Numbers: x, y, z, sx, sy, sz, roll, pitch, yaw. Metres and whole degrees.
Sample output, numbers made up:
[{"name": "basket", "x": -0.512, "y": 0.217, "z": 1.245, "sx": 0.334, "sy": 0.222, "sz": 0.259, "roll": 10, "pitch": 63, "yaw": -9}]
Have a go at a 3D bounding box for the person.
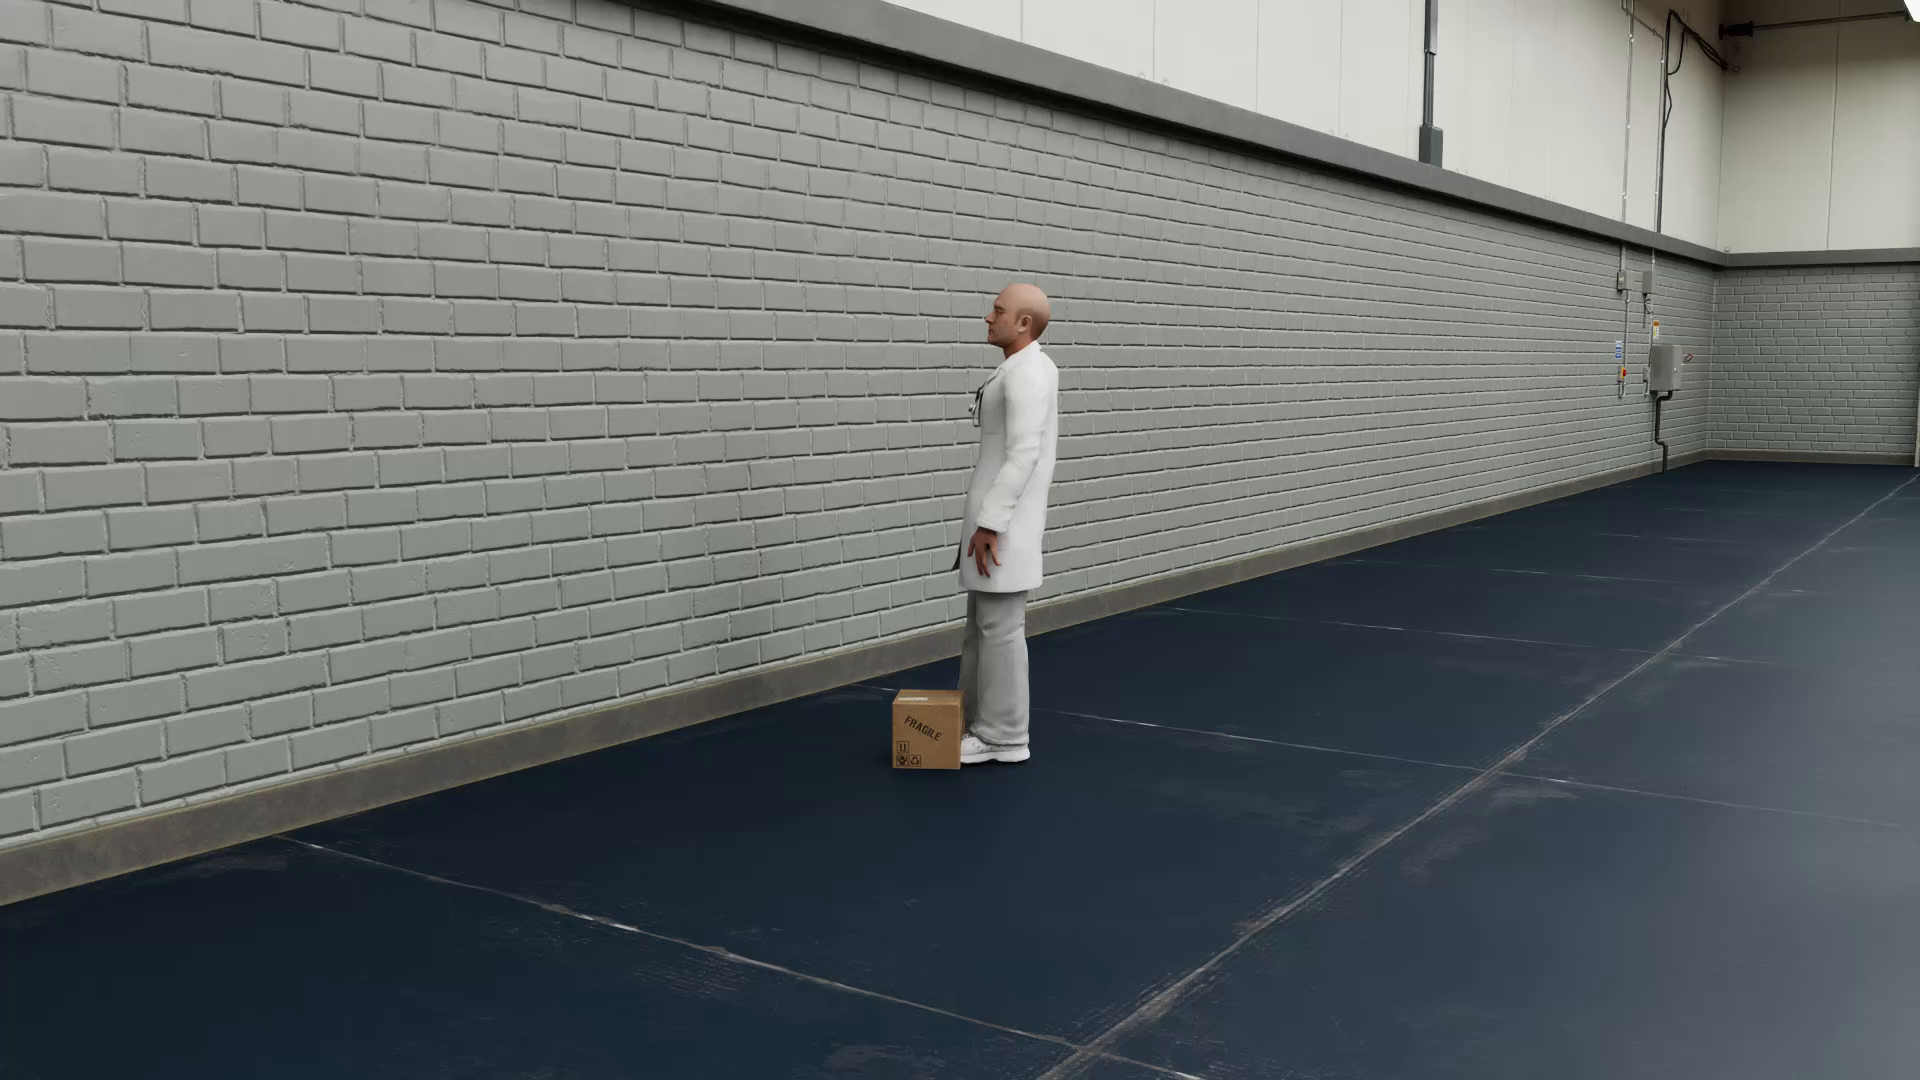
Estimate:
[{"name": "person", "x": 0.071, "y": -0.056, "z": 6.197, "sx": 0.580, "sy": 1.775, "sz": 0.694, "roll": 1, "pitch": 6, "yaw": 5}]
